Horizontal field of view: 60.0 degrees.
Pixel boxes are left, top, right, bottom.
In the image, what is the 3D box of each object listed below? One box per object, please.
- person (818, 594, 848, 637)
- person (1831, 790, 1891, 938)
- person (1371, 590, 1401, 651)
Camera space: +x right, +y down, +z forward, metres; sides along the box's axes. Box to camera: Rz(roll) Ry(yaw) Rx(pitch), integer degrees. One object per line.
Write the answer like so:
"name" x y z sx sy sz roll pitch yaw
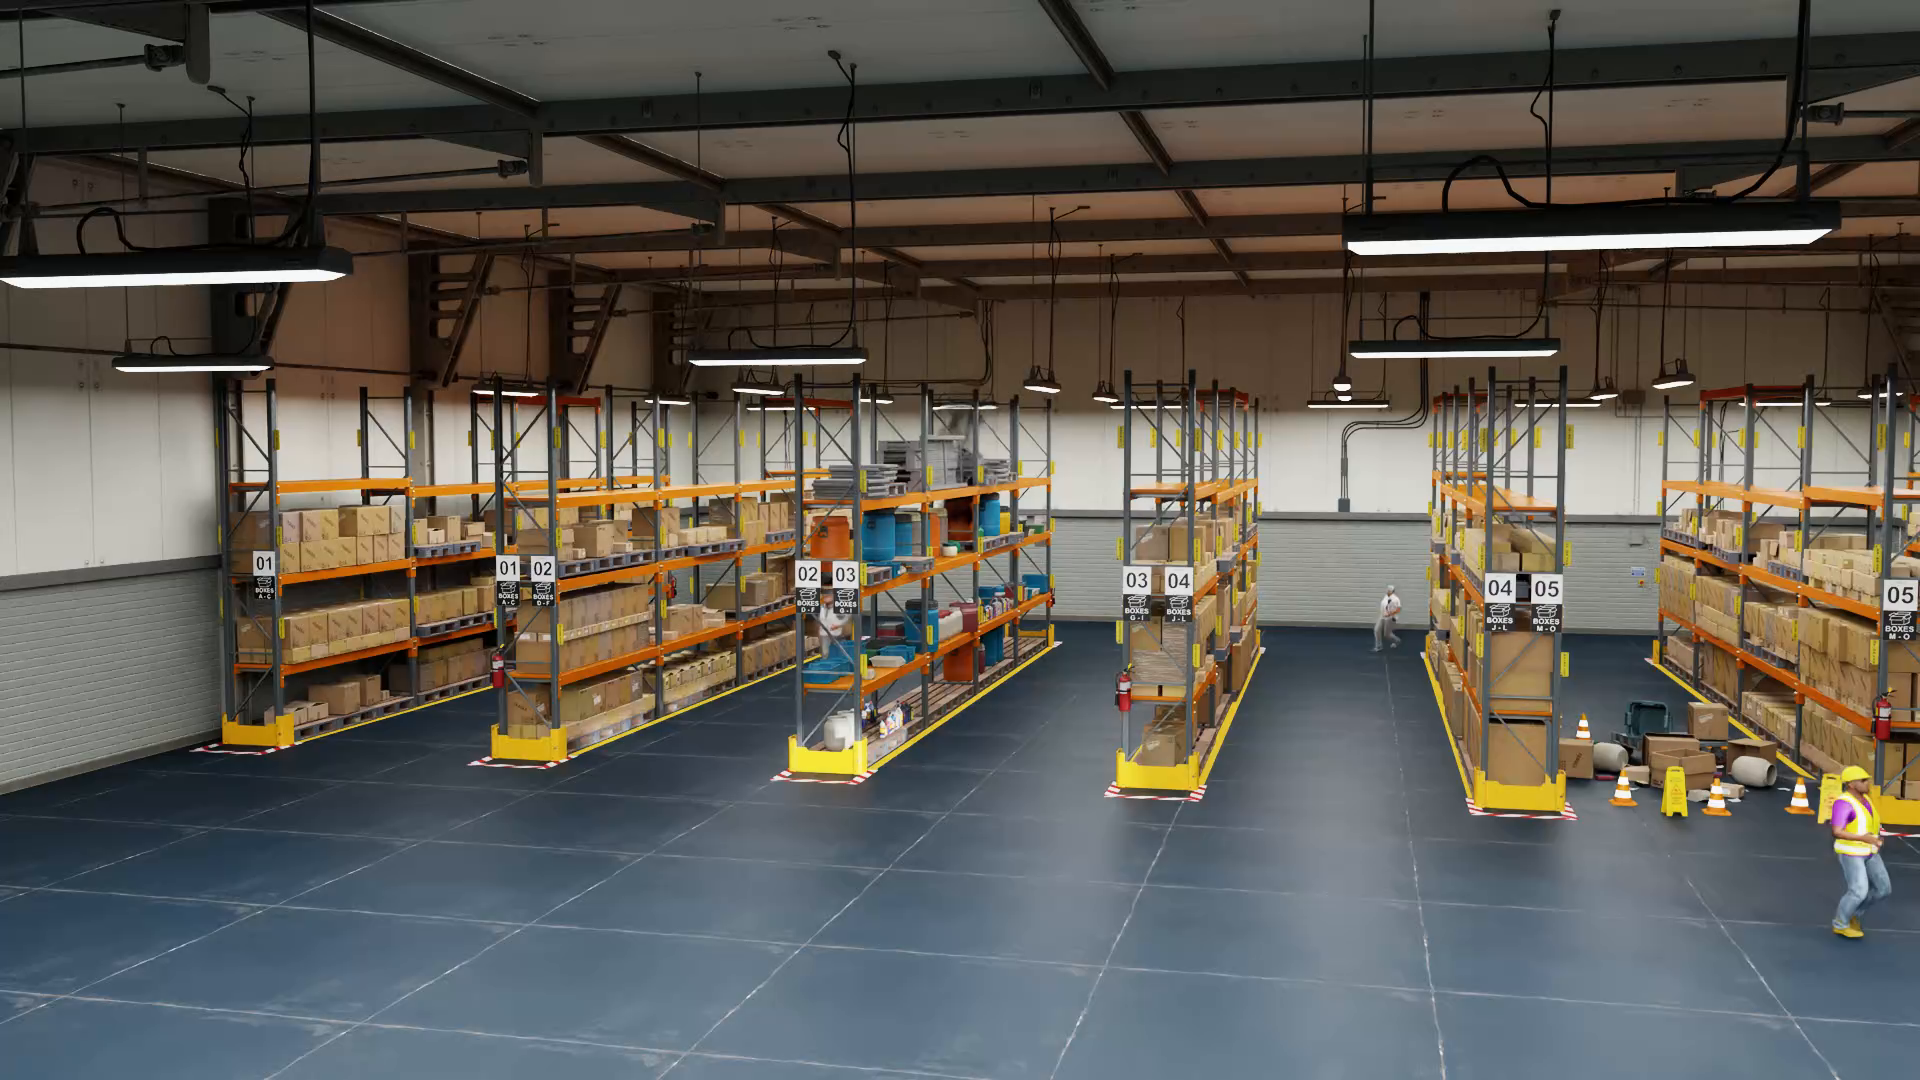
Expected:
"person" -2.524 1.431 32.371 0.675 0.917 0.470 1 4 17
"person" 8.997 3.253 16.649 0.668 1.468 0.527 -2 4 -31
"person" 10.215 1.878 39.408 0.690 1.615 0.714 -1 4 -22
